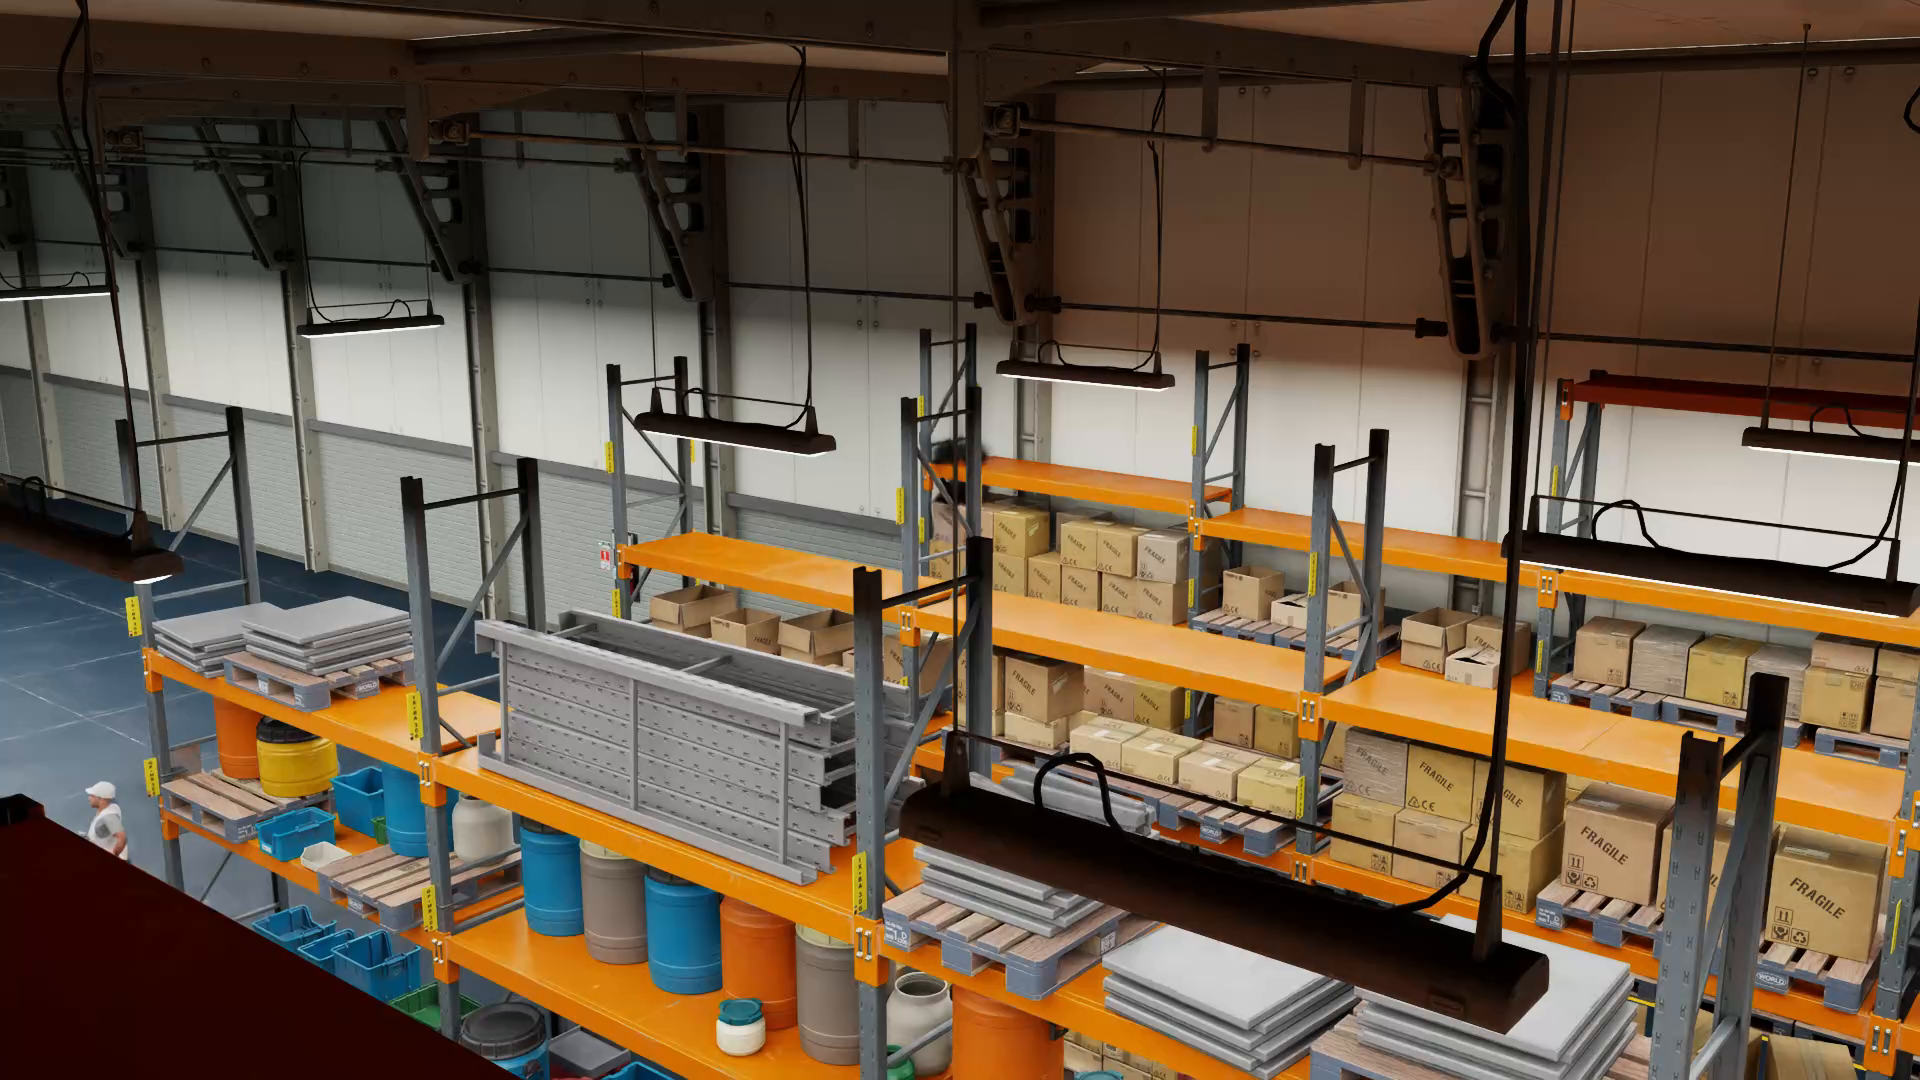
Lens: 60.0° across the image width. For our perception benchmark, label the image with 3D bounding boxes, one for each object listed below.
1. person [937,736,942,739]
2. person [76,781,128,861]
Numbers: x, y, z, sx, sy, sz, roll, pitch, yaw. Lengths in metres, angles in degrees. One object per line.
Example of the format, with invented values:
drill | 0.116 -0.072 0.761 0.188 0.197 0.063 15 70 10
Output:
person | -0.211 2.859 18.584 0.538 1.699 0.663 6 14 25
person | -8.874 3.377 17.279 0.700 1.796 0.634 -3 13 -15
